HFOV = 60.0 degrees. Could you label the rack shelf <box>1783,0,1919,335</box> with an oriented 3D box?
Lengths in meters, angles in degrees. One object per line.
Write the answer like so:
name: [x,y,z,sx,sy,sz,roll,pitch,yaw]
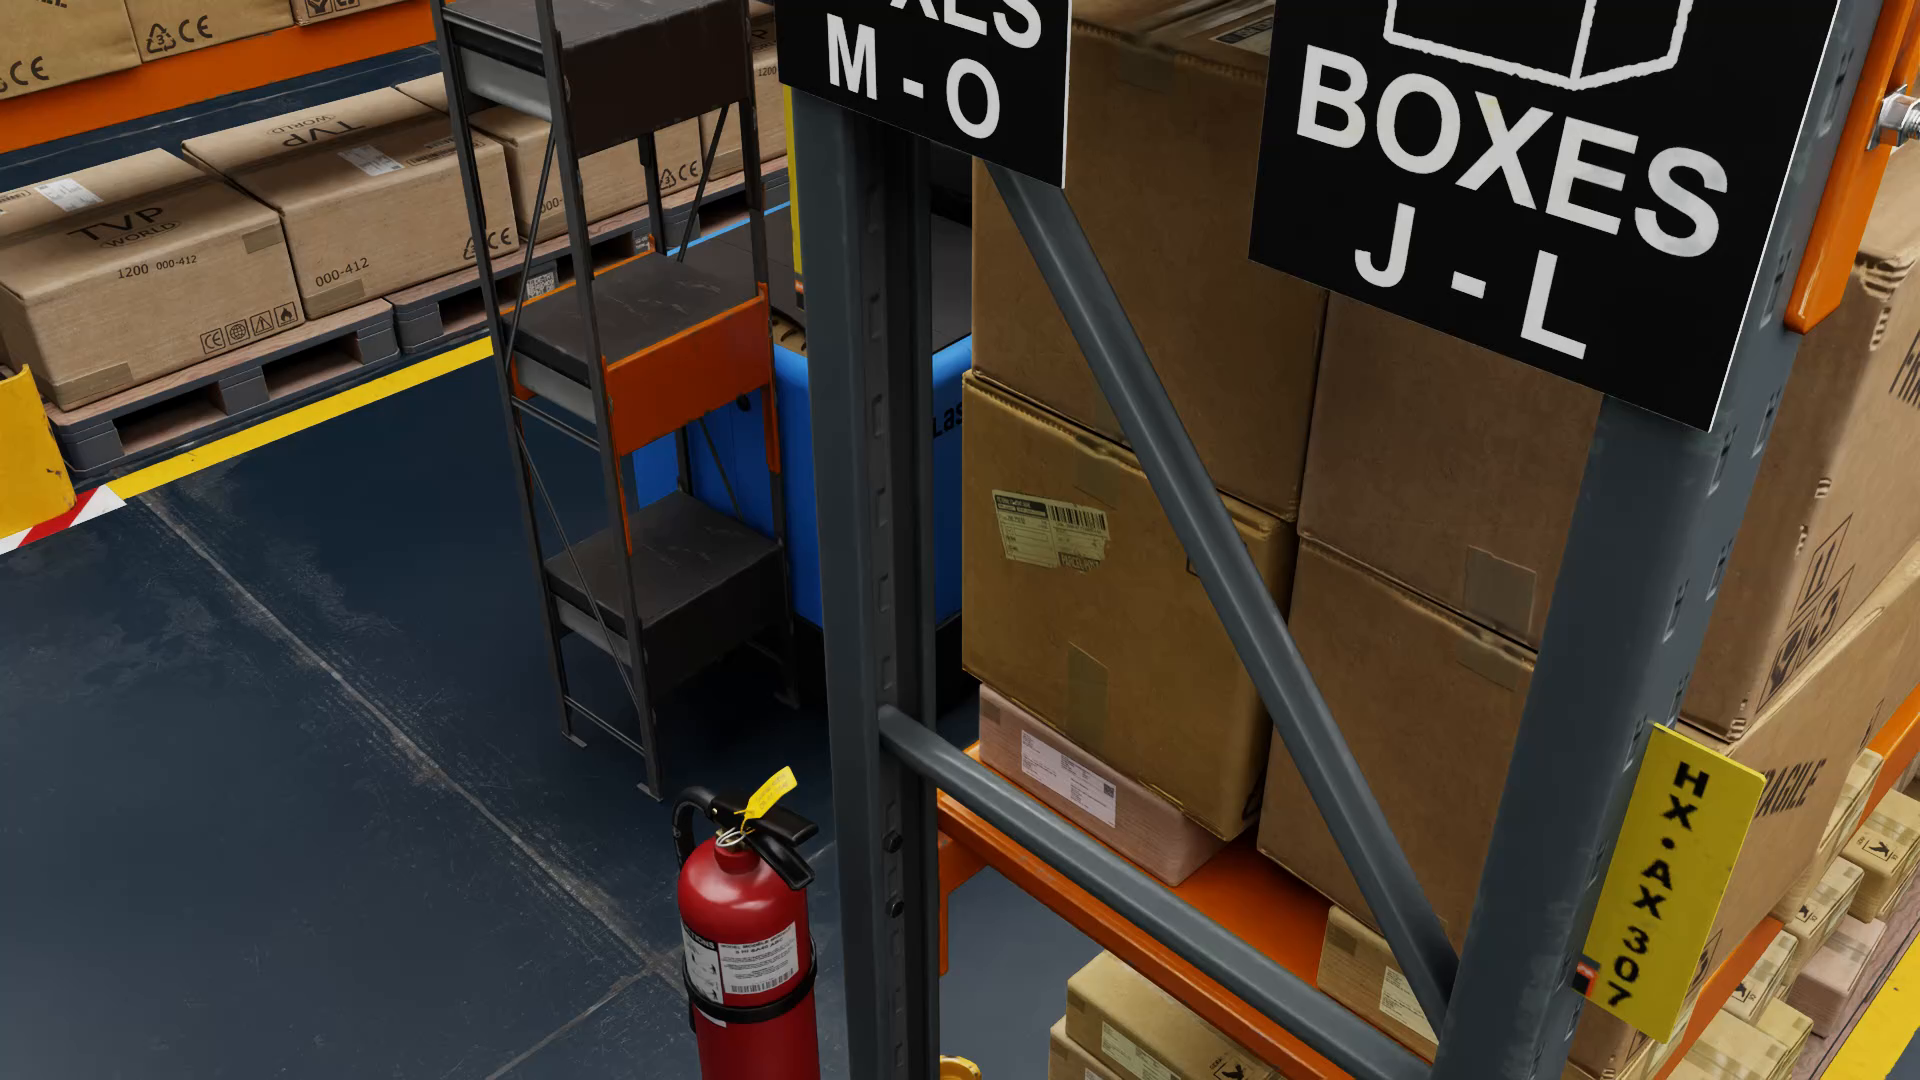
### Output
rack shelf: [1.627,-1.308,2.511,1.077,0.370,4.000,30,45,35]

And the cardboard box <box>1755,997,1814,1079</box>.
cardboard box: [1.369,0.921,3.173,0.250,0.149,0.380,-28,44,-34]

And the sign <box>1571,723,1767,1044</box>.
sign: [0.603,0.302,1.438,0.100,0.325,0.005,30,45,35]

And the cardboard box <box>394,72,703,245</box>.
cardboard box: [-1.697,-1.685,6.917,0.875,0.438,0.875,28,44,34]

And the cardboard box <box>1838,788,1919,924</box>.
cardboard box: [1.741,0.574,3.410,0.250,0.149,0.380,-29,44,-35]

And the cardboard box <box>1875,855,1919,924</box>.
cardboard box: [1.894,0.719,3.722,0.380,0.149,0.250,30,45,35]

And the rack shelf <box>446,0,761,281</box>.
rack shelf: [-0.757,-0.928,3.545,0.431,0.518,0.480,27,43,33]

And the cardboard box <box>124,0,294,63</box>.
cardboard box: [-2.488,-1.852,5.196,0.500,0.500,0.500,29,44,35]

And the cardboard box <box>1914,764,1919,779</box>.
cardboard box: [2.103,0.376,3.693,0.380,0.149,0.250,28,44,34]

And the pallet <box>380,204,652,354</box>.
pallet: [-1.999,-1.220,6.816,1.003,0.211,1.213,30,45,35]

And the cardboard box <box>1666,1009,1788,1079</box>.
cardboard box: [1.205,0.905,2.935,0.380,0.149,0.250,29,44,35]

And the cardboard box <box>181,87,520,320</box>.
cardboard box: [-2.333,-1.320,6.393,0.875,0.438,0.875,-29,44,-34]

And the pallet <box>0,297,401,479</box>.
pallet: [-2.859,-0.728,6.109,1.003,0.211,1.213,30,45,35]

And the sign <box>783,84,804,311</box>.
sign: [-0.162,-0.398,1.910,0.100,0.325,0.005,30,45,35]

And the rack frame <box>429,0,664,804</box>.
rack frame: [-0.918,-0.260,3.787,0.400,2.100,0.015,27,43,33]

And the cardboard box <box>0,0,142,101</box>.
cardboard box: [-2.824,-1.635,4.885,0.500,0.500,0.500,29,44,35]

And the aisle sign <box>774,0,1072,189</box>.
aisle sign: [-0.047,-0.719,1.386,0.394,0.787,0.004,30,45,35]

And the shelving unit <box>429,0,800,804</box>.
shelving unit: [-0.757,-0.365,3.938,0.431,2.100,0.503,27,43,33]

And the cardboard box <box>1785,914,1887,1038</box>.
cardboard box: [1.718,0.842,3.546,0.380,0.149,0.250,27,43,33]

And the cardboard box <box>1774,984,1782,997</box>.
cardboard box: [1.489,0.775,3.382,0.380,0.149,0.250,27,43,33]

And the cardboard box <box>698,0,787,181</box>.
cardboard box: [-1.067,-2.049,7.438,0.875,0.438,0.875,29,44,35]

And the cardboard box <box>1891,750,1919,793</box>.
cardboard box: [1.850,0.433,3.612,0.380,0.149,0.250,30,45,35]

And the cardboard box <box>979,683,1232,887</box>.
cardboard box: [0.247,0.295,2.424,0.380,0.149,0.250,30,45,35]

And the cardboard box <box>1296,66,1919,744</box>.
cardboard box: [0.722,-0.210,1.707,0.500,0.500,0.500,29,44,35]

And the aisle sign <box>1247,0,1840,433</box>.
aisle sign: [0.379,-0.477,1.039,0.394,0.787,0.004,30,45,35]

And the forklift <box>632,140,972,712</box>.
forklift: [0.412,-1.469,4.795,1.130,2.935,3.031,27,43,33]

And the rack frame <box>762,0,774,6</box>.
rack frame: [-0.548,-3.139,7.129,1.000,3.000,0.127,30,45,35]

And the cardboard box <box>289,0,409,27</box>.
cardboard box: [-2.117,-2.051,5.482,0.500,0.500,0.500,29,44,35]

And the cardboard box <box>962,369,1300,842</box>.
cardboard box: [0.352,-0.010,2.295,0.500,0.500,0.500,-29,44,-35]

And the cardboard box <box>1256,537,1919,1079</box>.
cardboard box: [0.730,0.205,1.987,0.500,0.500,0.500,-28,43,-34]

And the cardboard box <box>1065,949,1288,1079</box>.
cardboard box: [0.411,0.875,2.979,0.250,0.149,0.380,-29,44,-35]

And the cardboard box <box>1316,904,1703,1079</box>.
cardboard box: [0.678,0.542,2.070,0.380,0.149,0.250,29,44,35]

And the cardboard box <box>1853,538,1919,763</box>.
cardboard box: [1.089,-0.023,2.313,0.500,0.500,0.500,30,45,35]

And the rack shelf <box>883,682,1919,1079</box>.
rack shelf: [1.627,-0.078,3.369,1.077,0.370,4.000,30,45,35]

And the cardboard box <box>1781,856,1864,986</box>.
cardboard box: [1.523,0.662,3.283,0.250,0.149,0.380,-28,44,-34]

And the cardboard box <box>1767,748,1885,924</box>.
cardboard box: [1.056,0.335,2.367,0.380,0.149,0.250,28,44,34]

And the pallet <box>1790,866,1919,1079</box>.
pallet: [1.728,0.743,4.000,1.003,0.211,1.213,30,45,35]

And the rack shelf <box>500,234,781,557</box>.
rack shelf: [-0.757,-0.354,3.946,0.431,0.518,0.480,27,43,33]

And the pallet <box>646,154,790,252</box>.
pallet: [-1.139,-1.718,7.529,1.003,0.211,1.213,30,45,35]

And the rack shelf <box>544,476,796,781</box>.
rack shelf: [-0.757,0.220,4.346,0.431,0.518,0.480,27,43,33]

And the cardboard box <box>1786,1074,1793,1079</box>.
cardboard box: [1.368,1.050,3.248,0.250,0.149,0.380,-29,44,-35]

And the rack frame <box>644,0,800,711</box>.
rack frame: [-0.596,-0.470,4.088,0.400,2.100,0.015,27,43,33]

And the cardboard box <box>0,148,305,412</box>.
cardboard box: [-2.972,-0.945,5.855,0.875,0.438,0.875,28,44,34]

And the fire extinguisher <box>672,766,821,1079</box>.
fire extinguisher: [-0.287,0.540,2.248,0.296,0.674,0.183,30,45,35]

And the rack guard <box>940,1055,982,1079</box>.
rack guard: [0.271,1.433,2.758,1.175,0.500,0.348,30,45,35]

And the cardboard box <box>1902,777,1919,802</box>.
cardboard box: [2.066,0.451,3.846,0.380,0.149,0.250,27,43,33]

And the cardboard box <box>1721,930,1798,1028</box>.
cardboard box: [1.321,0.771,3.127,0.380,0.149,0.250,27,43,33]

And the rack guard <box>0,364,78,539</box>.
rack guard: [-3.383,-0.480,5.502,1.175,0.500,0.348,30,45,35]

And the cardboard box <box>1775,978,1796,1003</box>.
cardboard box: [1.480,0.908,3.451,0.380,0.149,0.250,30,45,35]

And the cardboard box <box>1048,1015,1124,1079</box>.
cardboard box: [0.387,0.984,3.081,0.380,0.149,0.250,28,44,34]

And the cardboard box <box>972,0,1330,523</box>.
cardboard box: [0.363,-0.420,2.009,0.500,0.500,0.500,29,44,34]
